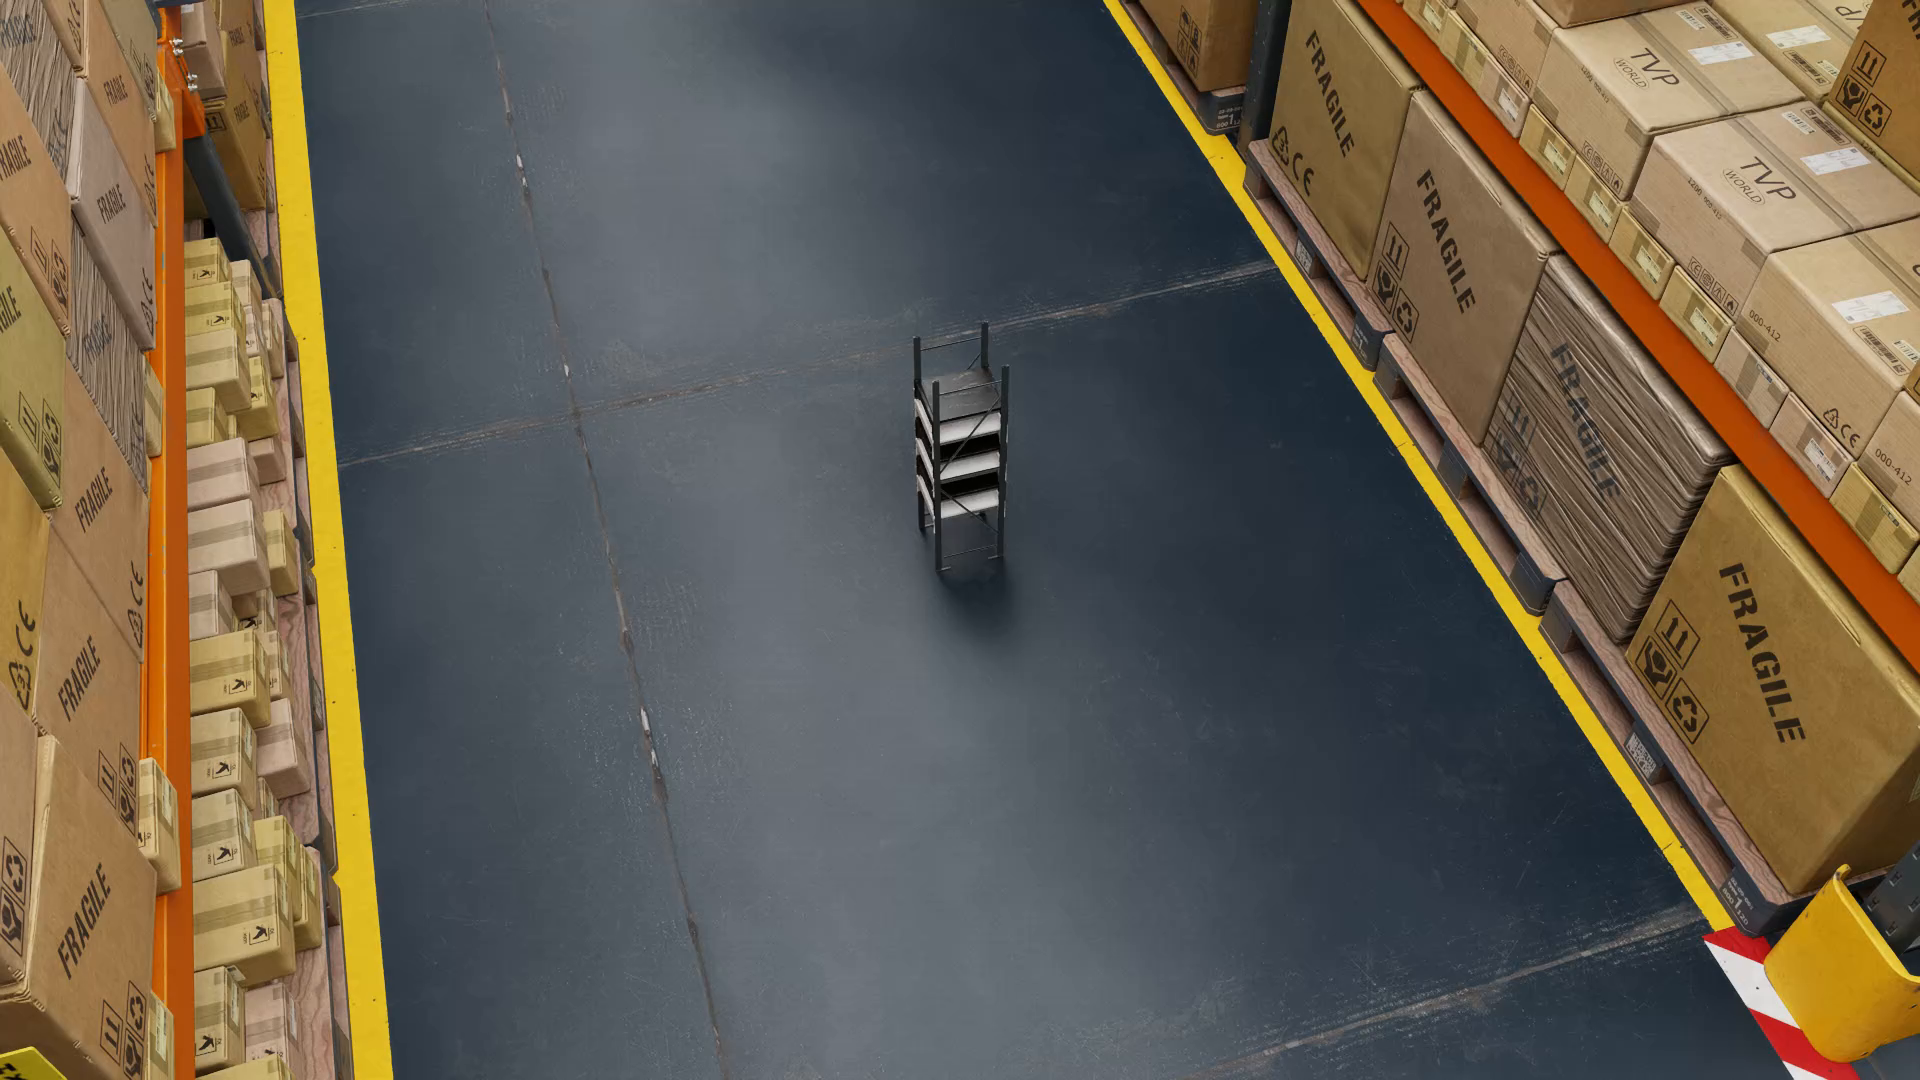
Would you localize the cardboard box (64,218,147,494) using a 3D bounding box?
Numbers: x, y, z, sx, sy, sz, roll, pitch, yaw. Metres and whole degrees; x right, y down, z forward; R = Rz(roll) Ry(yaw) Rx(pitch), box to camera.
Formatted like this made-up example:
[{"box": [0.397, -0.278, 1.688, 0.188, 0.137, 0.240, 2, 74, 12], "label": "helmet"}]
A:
[{"box": [-2.242, -0.387, 3.854, 0.500, 0.500, 0.500, -15, 51, -12], "label": "cardboard box"}]

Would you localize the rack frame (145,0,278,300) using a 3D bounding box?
[{"box": [-3.084, -1.673, 5.198, 1.000, 3.000, 0.127, -13, 51, -11], "label": "rack frame"}]

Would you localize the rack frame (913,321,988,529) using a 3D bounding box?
[{"box": [-0.028, -0.358, 5.464, 0.240, 0.900, 0.006, -13, 51, -11], "label": "rack frame"}]

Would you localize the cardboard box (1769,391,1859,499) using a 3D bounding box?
[{"box": [2.295, -0.278, 4.187, 0.380, 0.149, 0.250, -13, 51, -11], "label": "cardboard box"}]

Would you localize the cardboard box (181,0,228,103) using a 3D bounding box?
[{"box": [-3.050, -1.844, 6.212, 0.500, 0.250, 0.500, -15, 52, -13], "label": "cardboard box"}]

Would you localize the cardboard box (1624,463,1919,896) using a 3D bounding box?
[{"box": [2.602, 0.301, 4.649, 0.875, 0.875, 0.875, -13, 51, -11], "label": "cardboard box"}]

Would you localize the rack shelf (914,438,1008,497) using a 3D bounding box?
[{"box": [0.002, -0.263, 5.426, 0.258, 0.077, 0.200, -13, 51, -11], "label": "rack shelf"}]

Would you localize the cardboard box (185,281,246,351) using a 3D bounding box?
[{"box": [-2.616, -0.702, 5.581, 0.380, 0.149, 0.250, -13, 51, -11], "label": "cardboard box"}]

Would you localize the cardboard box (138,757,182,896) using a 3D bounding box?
[{"box": [-1.827, 0.634, 3.418, 0.380, 0.149, 0.250, -15, 51, -12], "label": "cardboard box"}]

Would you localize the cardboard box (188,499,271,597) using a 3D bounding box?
[{"box": [-2.274, 0.056, 4.942, 0.380, 0.149, 0.250, -15, 51, -12], "label": "cardboard box"}]

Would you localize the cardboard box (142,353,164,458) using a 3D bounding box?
[{"box": [-2.244, -0.311, 4.214, 0.380, 0.149, 0.250, -12, 51, -10], "label": "cardboard box"}]

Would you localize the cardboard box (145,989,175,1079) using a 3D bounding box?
[{"box": [-1.683, 1.019, 3.094, 0.380, 0.149, 0.250, -14, 51, -11], "label": "cardboard box"}]

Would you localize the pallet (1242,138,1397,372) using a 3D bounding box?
[{"box": [1.835, -1.249, 6.665, 1.003, 0.211, 1.213, -13, 51, -11], "label": "pallet"}]

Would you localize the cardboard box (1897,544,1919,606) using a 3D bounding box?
[{"box": [2.447, 0.096, 3.871, 0.380, 0.149, 0.250, -12, 51, -10], "label": "cardboard box"}]

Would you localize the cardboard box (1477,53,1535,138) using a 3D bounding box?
[{"box": [1.838, -1.402, 5.134, 0.380, 0.149, 0.250, -13, 51, -11], "label": "cardboard box"}]

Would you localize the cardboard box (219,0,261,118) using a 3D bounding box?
[{"box": [-3.207, -1.988, 6.824, 0.500, 0.500, 0.500, -11, 51, -9], "label": "cardboard box"}]

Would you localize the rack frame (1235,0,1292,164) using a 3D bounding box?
[{"box": [1.684, -2.721, 6.082, 1.000, 3.000, 0.127, -13, 51, -11], "label": "rack frame"}]

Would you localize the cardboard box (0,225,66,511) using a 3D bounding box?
[{"box": [-2.068, -0.342, 3.162, 0.500, 0.500, 0.500, -14, 51, -12], "label": "cardboard box"}]

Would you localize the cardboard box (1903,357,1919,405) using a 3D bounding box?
[{"box": [2.472, -0.385, 3.526, 0.500, 0.500, 0.500, -13, 51, -11], "label": "cardboard box"}]

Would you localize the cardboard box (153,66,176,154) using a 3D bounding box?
[{"box": [-2.595, -1.273, 5.025, 0.380, 0.149, 0.250, -15, 51, -12], "label": "cardboard box"}]

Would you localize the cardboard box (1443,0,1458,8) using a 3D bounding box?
[{"box": [1.715, -2.001, 5.379, 0.500, 0.250, 0.500, -14, 51, -11], "label": "cardboard box"}]

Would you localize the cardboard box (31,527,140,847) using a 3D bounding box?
[{"box": [-1.952, 0.345, 3.237, 0.500, 0.500, 0.500, -13, 51, -11], "label": "cardboard box"}]

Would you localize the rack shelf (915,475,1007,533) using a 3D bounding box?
[{"box": [0.002, -0.147, 5.564, 0.258, 0.077, 0.200, -13, 51, -11], "label": "rack shelf"}]

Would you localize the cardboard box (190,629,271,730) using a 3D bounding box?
[{"box": [-2.139, 0.424, 4.631, 0.380, 0.149, 0.250, -13, 51, -10], "label": "cardboard box"}]

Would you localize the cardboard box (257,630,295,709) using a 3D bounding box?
[{"box": [-2.220, 0.450, 4.998, 0.380, 0.149, 0.250, -13, 51, -11], "label": "cardboard box"}]

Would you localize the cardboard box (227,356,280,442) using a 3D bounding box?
[{"box": [-2.499, -0.441, 5.555, 0.380, 0.149, 0.250, -15, 51, -12], "label": "cardboard box"}]

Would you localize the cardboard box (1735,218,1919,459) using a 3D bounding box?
[{"box": [2.321, -0.511, 4.123, 0.500, 0.250, 0.500, -14, 51, -12], "label": "cardboard box"}]

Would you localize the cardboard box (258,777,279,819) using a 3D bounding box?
[{"box": [-2.123, 0.848, 4.663, 0.380, 0.149, 0.250, -13, 51, -11], "label": "cardboard box"}]

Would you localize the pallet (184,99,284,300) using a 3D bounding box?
[{"box": [-3.315, -1.342, 6.744, 1.003, 0.211, 1.213, -13, 51, -11], "label": "pallet"}]

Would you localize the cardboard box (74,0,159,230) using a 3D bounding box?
[{"box": [-2.518, -1.132, 4.483, 0.500, 0.500, 0.500, -15, 51, -12], "label": "cardboard box"}]

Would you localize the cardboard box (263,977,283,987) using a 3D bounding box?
[{"box": [-1.985, 1.225, 4.346, 0.380, 0.149, 0.250, -13, 51, -11], "label": "cardboard box"}]

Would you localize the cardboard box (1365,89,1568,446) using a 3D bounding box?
[{"box": [2.069, -1.014, 5.758, 0.875, 0.875, 0.875, -13, 51, -11], "label": "cardboard box"}]

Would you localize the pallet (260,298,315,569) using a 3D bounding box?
[{"box": [-2.851, -0.292, 5.858, 1.003, 0.211, 1.213, -13, 51, -11], "label": "pallet"}]

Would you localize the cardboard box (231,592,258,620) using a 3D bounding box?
[{"box": [-2.364, 0.147, 5.060, 0.380, 0.149, 0.250, -16, 52, -13], "label": "cardboard box"}]

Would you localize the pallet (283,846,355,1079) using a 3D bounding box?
[{"box": [-2.130, 1.490, 4.355, 1.003, 0.211, 1.213, -13, 51, -11], "label": "pallet"}]

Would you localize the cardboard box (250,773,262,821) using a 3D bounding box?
[{"box": [-2.136, 0.740, 4.560, 0.380, 0.149, 0.250, -16, 52, -13], "label": "cardboard box"}]

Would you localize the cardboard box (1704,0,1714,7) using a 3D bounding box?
[{"box": [2.372, -1.755, 5.171, 0.500, 0.250, 0.500, -12, 51, -10], "label": "cardboard box"}]

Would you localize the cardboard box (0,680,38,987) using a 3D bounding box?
[{"box": [-1.780, 0.410, 2.528, 0.500, 0.500, 0.500, -14, 51, -11], "label": "cardboard box"}]

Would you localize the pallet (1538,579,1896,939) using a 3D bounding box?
[{"box": [2.556, 0.533, 5.162, 1.003, 0.211, 1.213, -13, 51, -11], "label": "pallet"}]

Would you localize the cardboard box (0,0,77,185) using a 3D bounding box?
[{"box": [-2.390, -1.088, 3.791, 0.500, 0.500, 0.500, -12, 51, -10], "label": "cardboard box"}]

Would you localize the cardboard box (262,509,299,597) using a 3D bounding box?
[{"box": [-2.336, 0.076, 5.314, 0.380, 0.149, 0.250, -13, 51, -11], "label": "cardboard box"}]

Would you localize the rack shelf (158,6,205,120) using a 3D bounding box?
[{"box": [-3.675, -2.902, 6.705, 1.077, 0.370, 4.000, -13, 51, -11], "label": "rack shelf"}]

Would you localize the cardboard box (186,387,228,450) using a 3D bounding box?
[{"box": [-2.534, -0.315, 5.255, 0.380, 0.149, 0.250, -12, 51, -10], "label": "cardboard box"}]

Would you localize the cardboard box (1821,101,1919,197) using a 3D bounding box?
[{"box": [2.678, -1.004, 4.538, 0.500, 0.250, 0.500, -15, 51, -12], "label": "cardboard box"}]

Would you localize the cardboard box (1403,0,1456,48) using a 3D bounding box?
[{"box": [1.690, -1.773, 5.447, 0.380, 0.149, 0.250, -15, 51, -12], "label": "cardboard box"}]

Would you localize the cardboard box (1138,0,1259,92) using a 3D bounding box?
[{"box": [1.476, -2.634, 7.124, 1.225, 0.875, 0.875, -13, 51, -11], "label": "cardboard box"}]

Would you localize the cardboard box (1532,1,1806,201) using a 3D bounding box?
[{"box": [2.012, -1.262, 4.756, 0.500, 0.250, 0.500, -13, 51, -11], "label": "cardboard box"}]

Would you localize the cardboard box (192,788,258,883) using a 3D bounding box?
[{"box": [-2.032, 0.831, 4.288, 0.380, 0.149, 0.250, -16, 52, -13], "label": "cardboard box"}]

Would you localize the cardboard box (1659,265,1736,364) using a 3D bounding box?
[{"box": [2.144, -0.649, 4.500, 0.380, 0.149, 0.250, -14, 51, -12], "label": "cardboard box"}]

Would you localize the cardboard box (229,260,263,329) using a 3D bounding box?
[{"box": [-2.687, -0.827, 5.881, 0.380, 0.149, 0.250, -12, 51, -10], "label": "cardboard box"}]

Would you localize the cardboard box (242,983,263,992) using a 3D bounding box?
[{"box": [-1.994, 1.124, 4.236, 0.380, 0.149, 0.250, -13, 51, -11], "label": "cardboard box"}]

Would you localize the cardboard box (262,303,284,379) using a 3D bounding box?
[{"box": [-2.642, -0.680, 5.951, 0.380, 0.149, 0.250, -13, 51, -11], "label": "cardboard box"}]

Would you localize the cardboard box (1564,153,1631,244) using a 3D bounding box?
[{"box": [1.996, -1.020, 4.813, 0.380, 0.149, 0.250, -12, 51, -10], "label": "cardboard box"}]

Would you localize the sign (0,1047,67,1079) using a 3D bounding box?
[{"box": [-1.382, 0.847, 2.508, 0.100, 0.325, 0.005, -13, 51, -11], "label": "sign"}]

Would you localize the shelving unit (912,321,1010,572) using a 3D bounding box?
[{"box": [0.002, -0.284, 5.401, 0.258, 0.900, 0.210, -13, 51, -11], "label": "shelving unit"}]

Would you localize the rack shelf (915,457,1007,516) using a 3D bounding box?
[{"box": [0.002, -0.205, 5.495, 0.258, 0.077, 0.200, -13, 51, -11], "label": "rack shelf"}]

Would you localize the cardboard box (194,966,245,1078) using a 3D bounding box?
[{"box": [-1.928, 1.207, 3.972, 0.380, 0.149, 0.250, -12, 51, -10], "label": "cardboard box"}]
